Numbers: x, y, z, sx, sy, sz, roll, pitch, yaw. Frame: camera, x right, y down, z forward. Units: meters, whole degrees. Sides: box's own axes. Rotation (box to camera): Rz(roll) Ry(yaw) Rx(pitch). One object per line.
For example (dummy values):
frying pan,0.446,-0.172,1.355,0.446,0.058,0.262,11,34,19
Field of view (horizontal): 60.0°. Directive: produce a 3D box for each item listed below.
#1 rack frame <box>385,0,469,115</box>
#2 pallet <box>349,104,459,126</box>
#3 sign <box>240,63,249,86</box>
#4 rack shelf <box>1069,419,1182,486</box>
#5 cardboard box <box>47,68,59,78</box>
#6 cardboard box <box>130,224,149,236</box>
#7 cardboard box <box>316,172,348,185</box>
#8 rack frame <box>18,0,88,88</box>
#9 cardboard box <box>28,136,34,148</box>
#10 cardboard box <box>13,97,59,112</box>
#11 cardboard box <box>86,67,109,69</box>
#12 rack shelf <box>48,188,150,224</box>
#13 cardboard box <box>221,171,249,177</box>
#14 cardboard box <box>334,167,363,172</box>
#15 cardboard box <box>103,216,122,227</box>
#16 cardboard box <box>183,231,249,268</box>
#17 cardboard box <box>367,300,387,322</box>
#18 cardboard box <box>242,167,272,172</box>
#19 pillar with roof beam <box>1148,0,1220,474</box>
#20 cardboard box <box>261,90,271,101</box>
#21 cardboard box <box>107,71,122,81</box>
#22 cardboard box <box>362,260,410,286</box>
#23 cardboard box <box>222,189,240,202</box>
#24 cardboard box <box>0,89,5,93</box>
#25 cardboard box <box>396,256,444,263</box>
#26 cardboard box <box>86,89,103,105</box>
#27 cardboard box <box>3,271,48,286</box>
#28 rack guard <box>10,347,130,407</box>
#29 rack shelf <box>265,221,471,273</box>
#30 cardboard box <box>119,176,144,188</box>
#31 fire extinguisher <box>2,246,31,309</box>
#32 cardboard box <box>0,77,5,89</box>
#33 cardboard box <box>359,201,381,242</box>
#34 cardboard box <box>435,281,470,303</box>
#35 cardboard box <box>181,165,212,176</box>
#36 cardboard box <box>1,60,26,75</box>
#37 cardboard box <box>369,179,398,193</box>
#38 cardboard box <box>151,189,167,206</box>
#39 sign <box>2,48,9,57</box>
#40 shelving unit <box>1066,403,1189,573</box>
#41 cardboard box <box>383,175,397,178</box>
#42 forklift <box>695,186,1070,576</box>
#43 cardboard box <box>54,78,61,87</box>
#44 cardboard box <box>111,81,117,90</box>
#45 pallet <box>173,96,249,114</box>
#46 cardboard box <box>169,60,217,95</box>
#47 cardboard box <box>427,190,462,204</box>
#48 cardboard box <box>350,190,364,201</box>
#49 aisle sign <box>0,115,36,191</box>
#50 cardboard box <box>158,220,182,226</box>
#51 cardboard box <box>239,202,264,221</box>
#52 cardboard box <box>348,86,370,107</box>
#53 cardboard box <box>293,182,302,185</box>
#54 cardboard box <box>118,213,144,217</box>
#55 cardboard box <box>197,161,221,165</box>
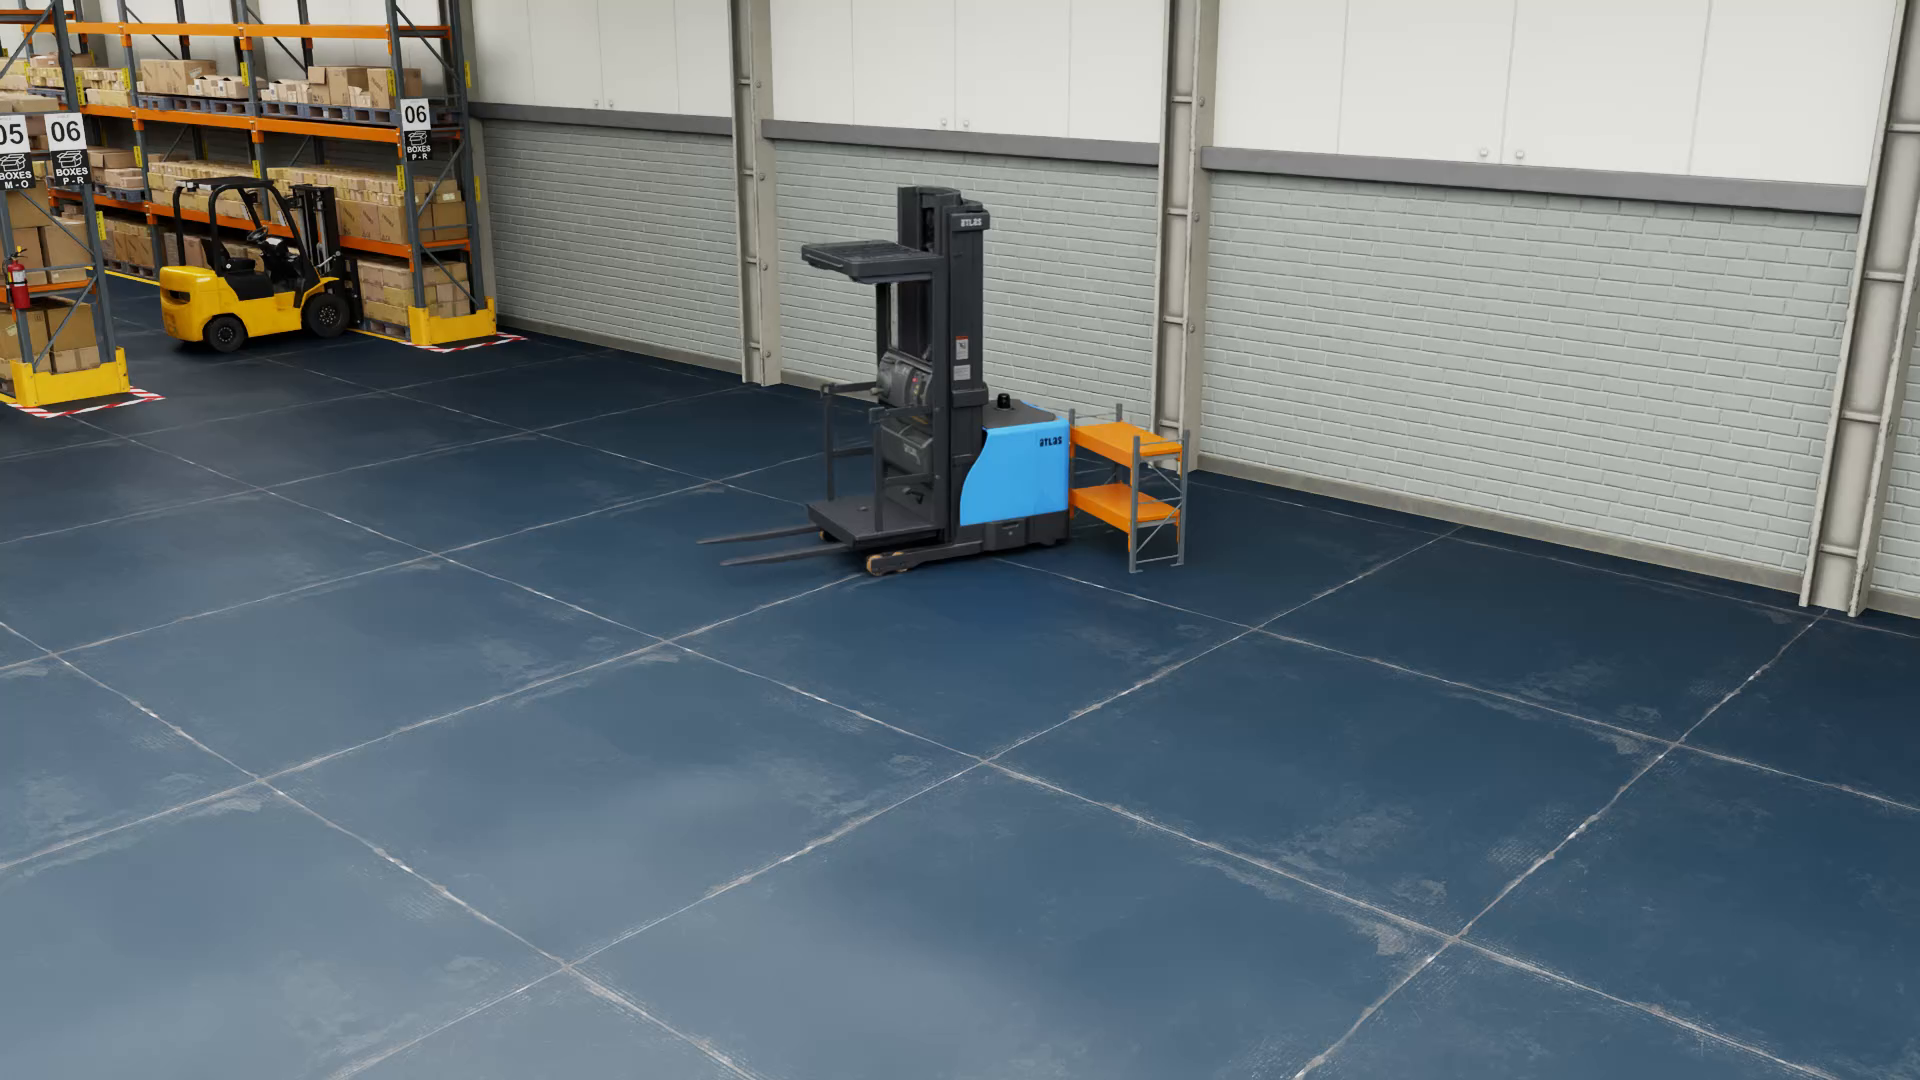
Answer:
rack frame,-6.957,-7.062,21.489,0.127,3.000,1.000,15,23,39
pallet,-7.468,-5.738,22.422,1.213,0.211,1.003,15,23,39
sign,-10.301,-6.707,23.954,0.005,0.325,0.100,15,23,39
rack shelf,1.361,-0.725,13.570,0.538,0.278,1.000,-8,19,-25
cardboard box,-15.381,-8.009,28.494,0.250,0.149,0.380,15,23,38
cardboard box,-13.702,-5.217,27.957,0.250,0.149,0.380,14,22,36
cardboard box,-8.891,-5.133,23.597,0.250,0.149,0.380,15,23,39
rack frame,-15.932,-9.472,29.081,0.127,3.000,1.000,15,23,39
cardboard box,-10.537,-4.562,18.983,0.250,0.149,0.380,14,22,38
cardboard box,-10.379,-4.887,18.689,0.250,0.149,0.380,15,23,39
cardboard box,-14.862,-8.070,28.687,0.250,0.149,0.380,14,22,38
rack shelf,-14.436,-5.868,28.832,4.000,0.370,1.077,15,23,39
cardboard box,-10.989,-5.513,25.286,0.250,0.149,0.380,14,22,38
cardboard box,-8.913,-5.363,24.322,0.250,0.149,0.380,14,23,38
cardboard box,-14.822,-5.550,29.007,0.250,0.149,0.380,16,24,41
cardboard box,-11.989,-4.620,26.941,0.625,0.625,0.875,16,24,41
cardboard box,-7.883,-3.217,23.142,0.500,0.250,0.500,15,23,39
cardboard box,-10.987,-5.750,26.033,0.250,0.149,0.380,15,23,39
pillar with roof beam,-0.761,-4.023,11.911,0.400,9.000,9.100,15,23,39
cardboard box,-9.814,-6.405,23.932,0.250,0.149,0.380,16,23,40
cardboard box,-13.753,-7.620,27.302,0.250,0.149,0.380,14,22,37
cardboard box,-7.894,-3.692,22.985,0.500,0.250,0.500,16,23,40
cardboard box,-10.875,-5.315,25.323,0.500,0.250,0.500,14,23,38
cardboard box,-17.327,-8.193,30.426,0.250,0.149,0.380,15,23,40
cardboard box,-7.567,-3.808,23.350,0.500,0.250,0.500,15,23,39
cardboard box,-14.236,-7.417,27.812,0.500,0.250,0.500,15,23,39
cardboard box,-10.670,-2.986,18.977,0.250,0.149,0.380,16,24,41
rack guard,-10.305,-1.903,19.281,0.348,0.500,1.175,15,23,39
rack shelf,-8.452,-4.262,23.770,4.000,0.370,1.077,15,23,39
cardboard box,-13.686,-5.935,27.574,0.250,0.149,0.380,16,23,40
fire extinguisher,-10.469,-2.915,18.466,0.183,0.674,0.296,15,23,39
cardboard box,-17.230,-8.360,30.293,0.500,0.250,0.500,16,23,40
cardboard box,-7.881,-4.396,22.840,0.500,0.500,0.500,16,24,41
cardboard box,-7.170,-3.472,23.118,0.500,0.250,0.500,16,23,40
cardboard box,-12.076,-5.843,26.326,0.250,0.149,0.380,15,23,40
cardboard box,-16.855,-8.497,29.899,0.500,0.250,0.500,15,23,38
cardboard box,-7.783,-4.815,22.594,0.250,0.149,0.380,16,23,40
cardboard box,-12.770,-5.593,27.025,0.500,0.250,0.500,15,23,39
sign,-18.540,-9.389,32.314,0.005,0.325,0.100,15,23,39
shelving unit,1.361,-0.446,13.659,0.538,1.125,1.048,-8,19,-25
cardboard box,-7.835,-5.028,23.265,0.250,0.149,0.380,16,24,41
forklift,-0.630,-1.291,13.334,3.031,2.935,1.130,-9,20,-26
cardboard box,-15.207,-7.816,28.377,0.250,0.149,0.380,15,23,39
cardboard box,-13.726,-7.489,27.381,0.250,0.149,0.380,16,23,40
pallet,-11.535,-6.809,25.961,1.213,0.211,1.003,16,24,42
cardboard box,-11.799,-7.129,25.634,0.500,0.500,0.500,16,23,41
cardboard box,-7.038,-4.687,22.682,0.250,0.149,0.380,14,23,38
cardboard box,-8.175,-4.772,22.951,0.250,0.149,0.380,14,22,38
aisle sign,-10.395,-4.240,18.216,0.004,0.787,0.394,15,23,39
cardboard box,-13.543,-5.394,28.514,0.250,0.149,0.380,15,23,40
cardboard box,-10.499,-4.977,25.082,0.500,0.250,0.500,16,23,40
cardboard box,-7.968,-5.965,22.352,0.258,0.266,0.396,15,23,39
cardboard box,-9.341,-5.075,23.908,0.250,0.149,0.380,16,23,40
cardboard box,-14.698,-5.710,29.511,0.250,0.149,0.380,16,24,41
cardboard box,-12.139,-6.053,26.990,0.250,0.149,0.380,15,23,39
